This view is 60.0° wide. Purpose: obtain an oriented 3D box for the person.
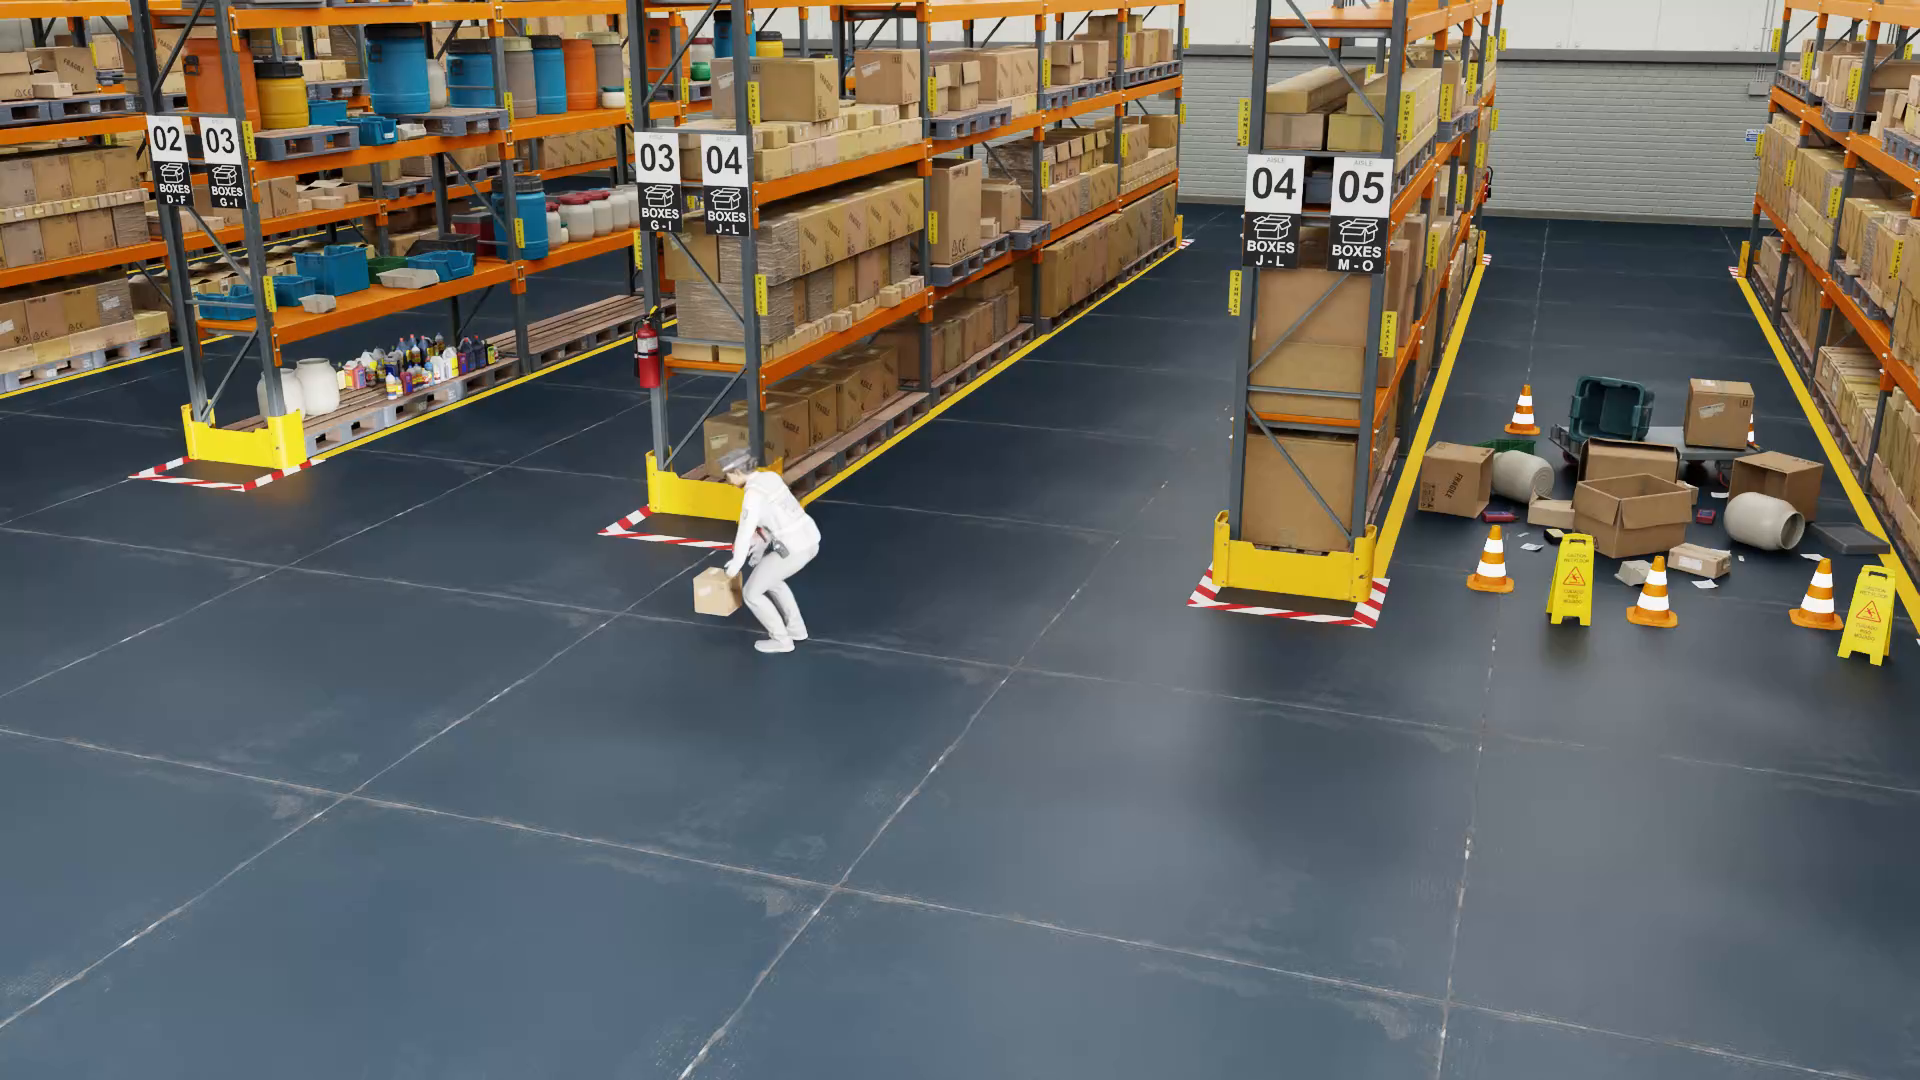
[{"bbox_3d":[-1.307,0.065,11.297,0.691,1.399,0.535,6,20,18],"label":"person"}]
